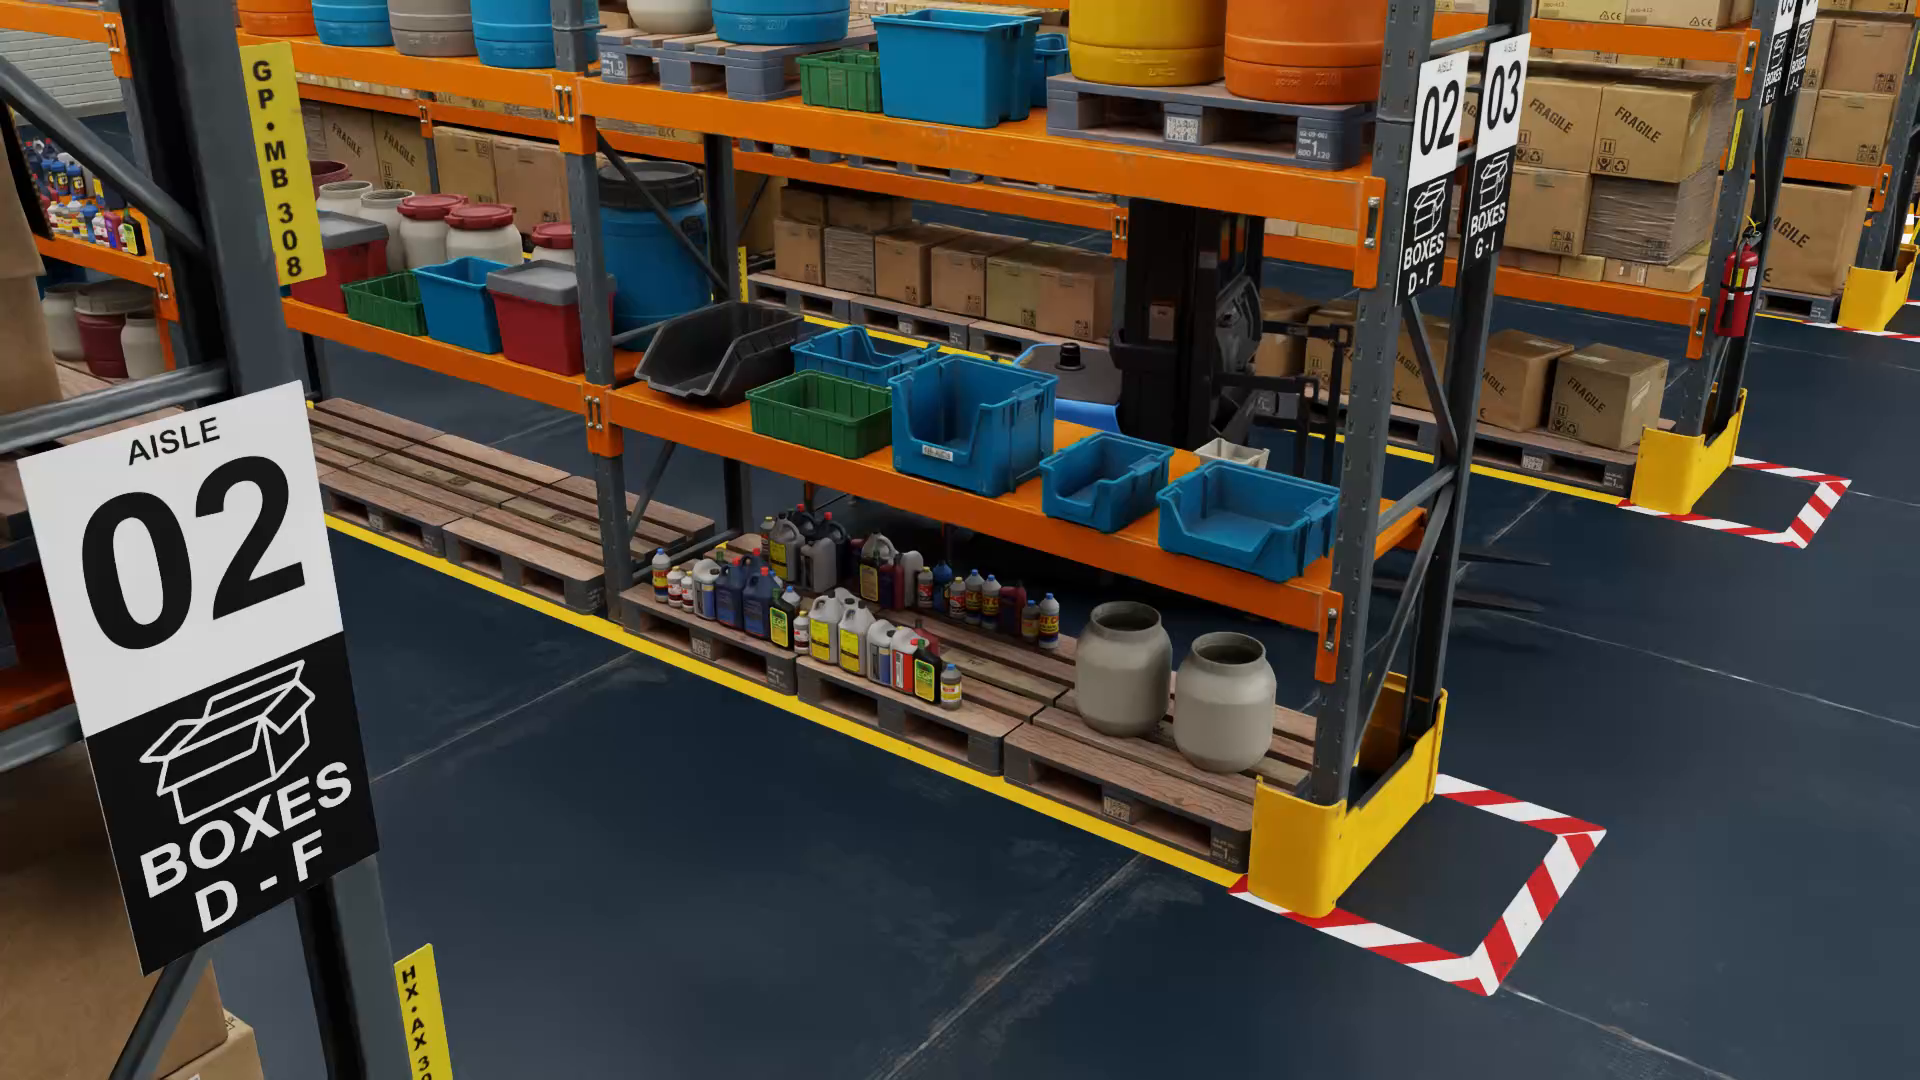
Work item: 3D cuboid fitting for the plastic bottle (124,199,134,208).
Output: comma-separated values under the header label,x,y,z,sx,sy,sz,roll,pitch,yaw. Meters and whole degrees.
label,x,y,z,sx,sy,sz,roll,pitch,yaw
plastic bottle,-5.972,-2.548,11.967,0.135,0.276,0.152,17,29,33

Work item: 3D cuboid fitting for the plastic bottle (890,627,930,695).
label,x,y,z,sx,sy,sz,roll,pitch,yaw
plastic bottle,-0.226,0.547,7.621,0.135,0.276,0.152,17,29,34

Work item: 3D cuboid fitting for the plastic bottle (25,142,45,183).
label,x,y,z,sx,sy,sz,roll,pitch,yaw
plastic bottle,-6.918,-2.797,12.440,0.185,0.351,0.144,17,29,33

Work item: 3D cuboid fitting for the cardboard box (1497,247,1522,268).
label,x,y,z,sx,sy,sz,roll,pitch,yaw
cardboard box,3.514,-1.855,10.552,0.250,0.149,0.380,17,29,33

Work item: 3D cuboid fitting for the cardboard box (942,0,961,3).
label,x,y,z,sx,sy,sz,roll,pitch,yaw
cardboard box,0.010,-6.075,18.871,0.250,0.149,0.380,18,29,35

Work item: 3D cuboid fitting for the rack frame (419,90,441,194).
label,x,y,z,sx,sy,sz,roll,pitch,yaw
rack frame,-4.940,-4.626,16.528,0.127,3.000,1.000,17,29,33

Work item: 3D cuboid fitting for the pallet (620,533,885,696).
label,x,y,z,sx,sy,sz,roll,pitch,yaw
pallet,-0.997,0.359,8.674,1.213,0.211,1.003,17,29,33

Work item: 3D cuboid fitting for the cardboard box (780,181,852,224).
label,x,y,z,sx,sy,sz,roll,pitch,yaw
cardboard box,-1.185,-2.907,14.251,0.500,0.250,0.500,18,30,35

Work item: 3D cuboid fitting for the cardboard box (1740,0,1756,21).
label,x,y,z,sx,sy,sz,roll,pitch,yaw
cardboard box,4.432,-3.228,9.822,0.500,0.250,0.500,18,29,35

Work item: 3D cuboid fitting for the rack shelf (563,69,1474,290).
label,x,y,z,sx,sy,sz,roll,pitch,yaw
rack shelf,0.091,-1.653,6.954,4.000,0.370,1.077,17,29,33

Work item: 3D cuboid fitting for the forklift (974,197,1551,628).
label,x,y,z,sx,sy,sz,roll,pitch,yaw
forklift,1.648,-1.126,8.670,3.031,2.935,1.130,9,25,20

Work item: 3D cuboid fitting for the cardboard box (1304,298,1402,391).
label,x,y,z,sx,sy,sz,roll,pitch,yaw
cardboard box,2.764,-1.369,11.716,0.500,0.500,0.500,14,27,29

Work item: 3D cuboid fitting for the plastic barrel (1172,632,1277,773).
label,x,y,z,sx,sy,sz,roll,pitch,yaw
plastic barrel,1.119,0.686,7.038,0.421,0.512,0.421,0,24,0

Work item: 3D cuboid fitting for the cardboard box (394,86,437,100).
label,x,y,z,sx,sy,sz,roll,pitch,yaw
cardboard box,-5.381,-4.479,16.507,0.250,0.149,0.380,17,29,34

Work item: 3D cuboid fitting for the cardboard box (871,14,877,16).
label,x,y,z,sx,sy,sz,roll,pitch,yaw
cardboard box,-0.792,-5.856,18.742,0.250,0.149,0.380,16,29,32

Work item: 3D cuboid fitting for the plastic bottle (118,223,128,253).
label,x,y,z,sx,sy,sz,roll,pitch,yaw
plastic bottle,-5.371,-1.964,10.733,0.097,0.201,0.097,0,24,0

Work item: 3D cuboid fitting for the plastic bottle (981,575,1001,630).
label,x,y,z,sx,sy,sz,roll,pitch,yaw
plastic bottle,0.153,0.299,8.188,0.097,0.271,0.097,0,24,0

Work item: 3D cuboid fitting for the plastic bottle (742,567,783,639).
label,x,y,z,sx,sy,sz,roll,pitch,yaw
plastic bottle,-0.961,0.292,8.106,0.185,0.351,0.144,15,28,31

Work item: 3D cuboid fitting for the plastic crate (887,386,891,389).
label,x,y,z,sx,sy,sz,roll,pitch,yaw
plastic crate,-0.058,-0.662,7.858,0.437,0.136,0.530,17,29,33

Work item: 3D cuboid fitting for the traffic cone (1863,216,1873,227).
label,x,y,z,sx,sy,sz,roll,pitch,yaw
traffic cone,9.488,-3.448,17.002,0.334,0.463,0.336,17,29,33

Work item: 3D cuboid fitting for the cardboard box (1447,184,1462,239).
label,x,y,z,sx,sy,sz,roll,pitch,yaw
cardboard box,3.392,-2.265,10.677,0.500,0.500,0.875,17,29,33

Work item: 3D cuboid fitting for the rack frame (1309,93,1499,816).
label,x,y,z,sx,sy,sz,roll,pitch,yaw
rack frame,1.692,-0.126,6.316,0.127,3.000,1.000,17,29,33

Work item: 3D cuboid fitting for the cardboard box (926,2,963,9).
label,x,y,z,sx,sy,sz,roll,pitch,yaw
cardboard box,-0.166,-5.803,18.253,0.250,0.149,0.380,17,29,33

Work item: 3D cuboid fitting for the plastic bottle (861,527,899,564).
label,x,y,z,sx,sy,sz,roll,pitch,yaw
plastic bottle,-0.409,0.105,8.531,0.185,0.351,0.144,17,29,33

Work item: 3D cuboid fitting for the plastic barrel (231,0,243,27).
label,x,y,z,sx,sy,sz,roll,pitch,yaw
plastic barrel,-4.183,-3.394,9.391,0.600,0.901,0.600,0,24,0

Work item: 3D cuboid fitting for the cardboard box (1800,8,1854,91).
label,x,y,z,sx,sy,sz,roll,pitch,yaw
cardboard box,6.949,-4.068,13.737,0.550,0.550,0.875,17,29,33

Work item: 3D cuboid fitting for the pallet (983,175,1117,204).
label,x,y,z,sx,sy,sz,roll,pitch,yaw
pallet,0.937,-2.835,12.702,1.213,0.211,1.003,17,29,33

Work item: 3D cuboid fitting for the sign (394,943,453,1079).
label,x,y,z,sx,sy,sz,roll,pitch,yaw
sign,-0.945,0.861,2.903,0.005,0.325,0.100,17,29,33

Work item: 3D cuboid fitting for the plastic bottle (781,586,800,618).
label,x,y,z,sx,sy,sz,roll,pitch,yaw
plastic bottle,-0.821,0.352,8.069,0.097,0.271,0.097,0,24,0

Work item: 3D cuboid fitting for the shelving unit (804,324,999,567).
label,x,y,z,sx,sy,sz,roll,pitch,yaw
shelving unit,-0.353,-0.564,9.634,1.048,1.125,0.538,16,28,32

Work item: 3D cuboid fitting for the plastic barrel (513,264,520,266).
label,x,y,z,sx,sy,sz,roll,pitch,yaw
plastic barrel,-2.476,-1.399,9.378,0.301,0.262,0.301,0,24,0

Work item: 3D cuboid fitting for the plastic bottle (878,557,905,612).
label,x,y,z,sx,sy,sz,roll,pitch,yaw
plastic bottle,-0.345,0.211,8.375,0.133,0.283,0.061,17,29,33

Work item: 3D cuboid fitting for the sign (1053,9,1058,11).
label,x,y,z,sx,sy,sz,roll,pitch,yaw
sign,0.998,-5.551,17.290,0.005,0.325,0.100,17,29,33

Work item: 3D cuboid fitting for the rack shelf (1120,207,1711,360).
label,x,y,z,sx,sy,sz,roll,pitch,yaw
rack shelf,3.062,-1.878,11.185,4.000,0.370,1.077,17,29,33

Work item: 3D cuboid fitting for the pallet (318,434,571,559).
label,x,y,z,sx,sy,sz,roll,pitch,yaw
pallet,-3.141,-0.289,10.145,1.213,0.211,1.003,17,29,33

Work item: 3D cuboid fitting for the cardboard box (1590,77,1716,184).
label,x,y,z,sx,sy,sz,roll,pitch,yaw
cardboard box,4.074,-2.417,9.782,0.500,0.500,0.500,17,29,33

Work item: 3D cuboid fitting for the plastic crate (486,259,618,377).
label,x,y,z,sx,sy,sz,roll,pitch,yaw
plastic crate,-2.080,-1.141,8.540,0.583,0.464,0.402,17,29,33

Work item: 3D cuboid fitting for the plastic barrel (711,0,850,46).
label,x,y,z,sx,sy,sz,roll,pitch,yaw
plastic barrel,-0.777,-2.612,7.096,0.708,0.901,0.600,17,29,33

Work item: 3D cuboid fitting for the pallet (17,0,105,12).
label,x,y,z,sx,sy,sz,roll,pitch,yaw
pallet,-5.263,-3.563,10.631,1.213,0.211,1.003,17,29,33

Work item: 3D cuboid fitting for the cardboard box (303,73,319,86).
label,x,y,z,sx,sy,sz,roll,pitch,yaw
cardboard box,-6.612,-4.851,17.352,0.250,0.149,0.380,17,29,34

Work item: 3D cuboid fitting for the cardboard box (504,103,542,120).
label,x,y,z,sx,sy,sz,roll,pitch,yaw
cardboard box,-3.919,-4.237,15.523,0.500,0.500,0.500,16,28,32

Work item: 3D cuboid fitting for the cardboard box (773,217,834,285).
label,x,y,z,sx,sy,sz,roll,pitch,yaw
cardboard box,-1.191,-2.560,14.395,0.500,0.500,0.700,15,28,31

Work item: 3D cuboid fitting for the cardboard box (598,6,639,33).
label,x,y,z,sx,sy,sz,roll,pitch,yaw
cardboard box,-2.835,-4.504,14.884,0.637,0.503,0.797,18,29,34

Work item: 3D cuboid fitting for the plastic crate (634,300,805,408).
label,x,y,z,sx,sy,sz,roll,pitch,yaw
plastic crate,-1.167,-0.897,8.143,0.504,0.338,0.767,17,29,33

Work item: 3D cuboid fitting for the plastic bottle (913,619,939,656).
label,x,y,z,sx,sy,sz,roll,pitch,yaw
plastic bottle,-0.163,0.509,7.698,0.133,0.283,0.061,17,29,33

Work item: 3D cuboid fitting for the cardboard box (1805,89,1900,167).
label,x,y,z,sx,sy,sz,roll,pitch,yaw
cardboard box,7.394,-3.444,13.659,0.550,0.550,0.875,17,29,33
